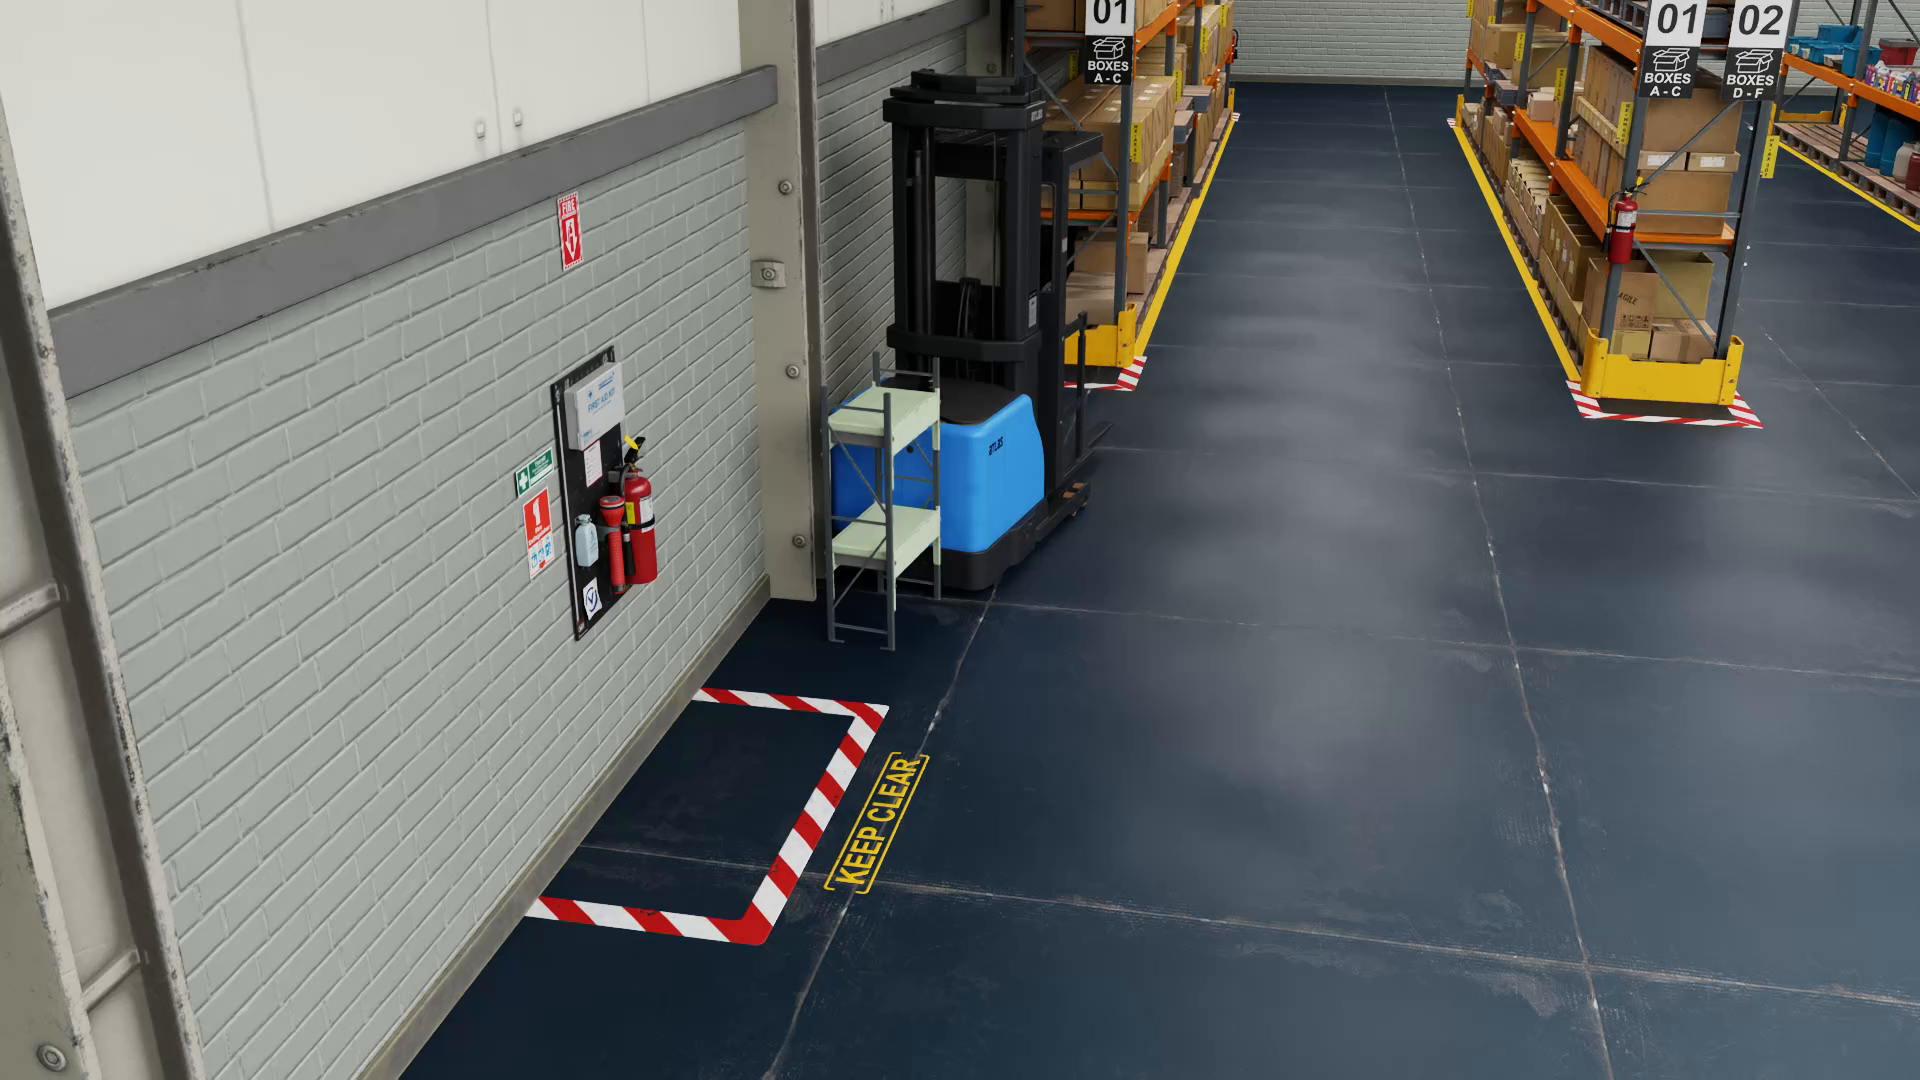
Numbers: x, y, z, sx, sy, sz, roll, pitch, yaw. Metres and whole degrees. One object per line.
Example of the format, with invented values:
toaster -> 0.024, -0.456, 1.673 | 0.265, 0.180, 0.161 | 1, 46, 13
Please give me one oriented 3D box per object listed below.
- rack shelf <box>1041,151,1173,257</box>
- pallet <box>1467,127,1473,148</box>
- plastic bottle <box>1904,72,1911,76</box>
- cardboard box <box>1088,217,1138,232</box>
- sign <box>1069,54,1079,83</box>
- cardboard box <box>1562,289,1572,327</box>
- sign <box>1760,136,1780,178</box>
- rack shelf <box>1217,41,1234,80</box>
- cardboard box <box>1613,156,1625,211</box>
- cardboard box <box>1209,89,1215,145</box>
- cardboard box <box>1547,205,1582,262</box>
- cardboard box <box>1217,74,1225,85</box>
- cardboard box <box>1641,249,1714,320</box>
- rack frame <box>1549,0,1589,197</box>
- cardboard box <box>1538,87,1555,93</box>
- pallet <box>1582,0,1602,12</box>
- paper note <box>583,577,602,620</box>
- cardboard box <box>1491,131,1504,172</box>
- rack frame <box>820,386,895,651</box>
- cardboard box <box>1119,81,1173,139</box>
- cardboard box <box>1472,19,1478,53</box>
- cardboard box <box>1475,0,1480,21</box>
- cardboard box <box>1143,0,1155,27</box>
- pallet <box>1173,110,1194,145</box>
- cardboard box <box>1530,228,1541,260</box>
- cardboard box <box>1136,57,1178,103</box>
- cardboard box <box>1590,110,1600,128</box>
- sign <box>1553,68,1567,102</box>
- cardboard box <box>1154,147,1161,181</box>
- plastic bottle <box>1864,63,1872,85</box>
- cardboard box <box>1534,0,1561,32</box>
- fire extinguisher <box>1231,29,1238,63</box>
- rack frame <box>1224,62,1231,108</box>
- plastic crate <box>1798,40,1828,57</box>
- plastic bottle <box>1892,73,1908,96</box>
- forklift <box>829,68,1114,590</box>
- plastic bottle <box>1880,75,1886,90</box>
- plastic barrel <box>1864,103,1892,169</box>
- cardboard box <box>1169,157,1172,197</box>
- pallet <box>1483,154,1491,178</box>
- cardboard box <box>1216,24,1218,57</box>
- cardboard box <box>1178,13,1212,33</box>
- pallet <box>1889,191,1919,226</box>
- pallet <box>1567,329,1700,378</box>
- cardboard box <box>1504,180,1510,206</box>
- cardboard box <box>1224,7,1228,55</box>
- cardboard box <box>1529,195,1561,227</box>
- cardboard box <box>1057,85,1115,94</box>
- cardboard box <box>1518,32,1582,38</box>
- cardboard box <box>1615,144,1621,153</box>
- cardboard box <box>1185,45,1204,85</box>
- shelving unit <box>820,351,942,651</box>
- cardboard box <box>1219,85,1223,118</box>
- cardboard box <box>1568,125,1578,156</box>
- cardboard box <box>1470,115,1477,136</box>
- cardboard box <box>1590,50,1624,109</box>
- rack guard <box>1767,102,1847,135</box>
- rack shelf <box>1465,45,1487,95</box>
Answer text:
rack shelf -> 1.353, -3.380, 16.194 | 1.077, 0.370, 4.000 | 4, 22, 11
pallet -> 8.632, -6.400, 26.462 | 1.003, 0.211, 1.213 | 4, 22, 11
plastic bottle -> 12.585, -6.068, 22.070 | 0.152, 0.276, 0.135 | 4, 22, 11
cardboard box -> 1.588, -3.107, 17.310 | 0.500, 0.500, 0.500 | 3, 22, 7
sign -> 1.217, -5.023, 17.761 | 0.100, 0.325, 0.005 | 4, 22, 11
cardboard box -> 5.806, -2.111, 15.198 | 0.500, 0.250, 0.500 | 4, 22, 11
sign -> 6.337, -3.000, 13.022 | 0.100, 0.325, 0.005 | 4, 22, 11
rack shelf -> 3.802, -7.769, 27.091 | 1.077, 0.370, 4.000 | 4, 22, 11
cardboard box -> 6.005, -3.015, 14.190 | 0.700, 0.500, 0.500 | 5, 22, 12
cardboard box -> 3.388, -6.321, 24.849 | 0.750, 0.750, 0.750 | 5, 22, 12
cardboard box -> 6.116, -3.007, 16.419 | 0.500, 0.500, 0.500 | 4, 22, 11
cardboard box -> 4.266, -7.752, 28.002 | 0.380, 0.149, 0.250 | 5, 22, 12
cardboard box -> 6.222, -2.235, 14.503 | 0.500, 0.500, 0.500 | 4, 22, 11
rack frame -> 6.611, -4.069, 16.941 | 1.000, 3.000, 0.127 | 4, 22, 11
cardboard box -> 7.311, -5.361, 20.268 | 0.500, 0.311, 0.500 | 6, 23, 14
pallet -> 6.463, -5.105, 15.618 | 1.003, 0.211, 1.213 | 4, 22, 11
paper note -> -1.629, 0.259, 7.374 | 0.016, 0.148, 0.142 | 4, 22, 11
cardboard box -> 7.596, -5.318, 22.800 | 0.500, 0.500, 0.500 | 4, 22, 9
rack frame -> -0.556, -0.101, 9.097 | 0.400, 1.500, 0.023 | 8, 23, 18
cardboard box -> 1.871, -4.353, 16.818 | 0.500, 0.500, 0.500 | 4, 22, 11
cardboard box -> 8.611, -8.173, 26.997 | 0.500, 0.500, 0.500 | 4, 22, 10
cardboard box -> 8.612, -8.634, 26.804 | 0.500, 0.500, 0.500 | 5, 22, 11
cardboard box -> 1.402, -4.726, 14.398 | 0.500, 0.500, 0.500 | 6, 23, 14
pallet -> 2.059, -4.625, 18.578 | 1.003, 0.211, 1.213 | 4, 22, 11
cardboard box -> 6.412, -3.162, 17.808 | 0.500, 0.250, 0.500 | 4, 22, 10
cardboard box -> 2.123, -5.326, 19.340 | 0.700, 0.500, 0.500 | 8, 23, 18
cardboard box -> 6.160, -3.959, 15.666 | 0.380, 0.149, 0.250 | 4, 22, 9
sign -> 6.078, -4.607, 16.834 | 0.100, 0.325, 0.005 | 4, 22, 11
cardboard box -> 1.662, -3.638, 16.045 | 0.500, 0.250, 0.500 | 5, 22, 11
plastic bottle -> 12.600, -6.460, 23.035 | 0.061, 0.283, 0.133 | 4, 22, 11
cardboard box -> 8.615, -7.656, 24.375 | 0.500, 0.500, 0.500 | 5, 22, 12
fire extinguisher -> 4.692, -8.645, 28.906 | 0.296, 0.674, 0.183 | 4, 22, 11
rack frame -> 4.210, -8.834, 28.773 | 1.000, 3.000, 0.127 | 4, 22, 11
plastic crate -> 13.401, -7.723, 26.158 | 0.416, 0.233, 0.300 | 4, 22, 11
plastic bottle -> 12.388, -5.994, 21.889 | 0.152, 0.276, 0.135 | 4, 22, 11
forklift -> 0.249, -1.576, 10.843 | 1.130, 2.935, 3.031 | 9, 24, 21
plastic bottle -> 12.480, -6.174, 22.433 | 0.097, 0.201, 0.097 | 0, 22, 0
plastic barrel -> 12.964, -5.639, 23.088 | 0.600, 0.901, 0.708 | 4, 22, 11
cardboard box -> 2.263, -4.506, 20.783 | 0.700, 0.500, 0.500 | 4, 22, 11
pallet -> 8.115, -5.401, 23.981 | 1.003, 0.211, 1.213 | 4, 22, 11
cardboard box -> 3.546, -7.376, 24.595 | 0.500, 0.500, 0.500 | 4, 22, 10
cardboard box -> 3.227, -7.163, 23.061 | 0.500, 0.250, 0.500 | 4, 22, 10
pallet -> 12.396, -4.151, 20.877 | 1.003, 0.211, 1.213 | 4, 22, 11
pallet -> 5.910, -1.595, 14.532 | 1.003, 0.211, 1.213 | 4, 22, 11
cardboard box -> 7.033, -4.282, 20.589 | 0.500, 0.250, 0.500 | 4, 22, 11
cardboard box -> 3.813, -8.241, 26.898 | 0.980, 0.700, 0.700 | 3, 22, 8
cardboard box -> 6.513, -3.609, 18.167 | 0.500, 0.311, 0.500 | 5, 22, 12
cardboard box -> 1.244, -4.206, 16.452 | 0.500, 0.500, 0.500 | 5, 22, 12
cardboard box -> 7.944, -6.585, 22.493 | 0.700, 0.500, 0.500 | -1, 22, -3
cardboard box -> 5.844, -3.389, 14.250 | 0.380, 0.149, 0.250 | 5, 22, 12
cardboard box -> 2.927, -6.260, 21.823 | 0.500, 0.500, 0.500 | 5, 22, 13
shelving unit -> -0.432, -0.230, 9.417 | 0.431, 1.500, 0.755 | 8, 23, 18
cardboard box -> 4.063, -7.422, 28.052 | 0.700, 0.500, 0.500 | 4, 22, 11
cardboard box -> 6.669, -4.183, 17.425 | 0.500, 0.250, 0.500 | 6, 23, 14
cardboard box -> 8.235, -6.456, 25.878 | 0.500, 0.311, 0.500 | 4, 22, 11
cardboard box -> 6.425, -4.369, 15.817 | 0.700, 0.500, 0.500 | 4, 22, 11
rack guard -> 13.901, -6.929, 27.389 | 1.175, 0.500, 0.348 | 4, 22, 11
rack shelf -> 8.652, -7.392, 26.157 | 1.077, 0.370, 4.000 | 4, 22, 11
